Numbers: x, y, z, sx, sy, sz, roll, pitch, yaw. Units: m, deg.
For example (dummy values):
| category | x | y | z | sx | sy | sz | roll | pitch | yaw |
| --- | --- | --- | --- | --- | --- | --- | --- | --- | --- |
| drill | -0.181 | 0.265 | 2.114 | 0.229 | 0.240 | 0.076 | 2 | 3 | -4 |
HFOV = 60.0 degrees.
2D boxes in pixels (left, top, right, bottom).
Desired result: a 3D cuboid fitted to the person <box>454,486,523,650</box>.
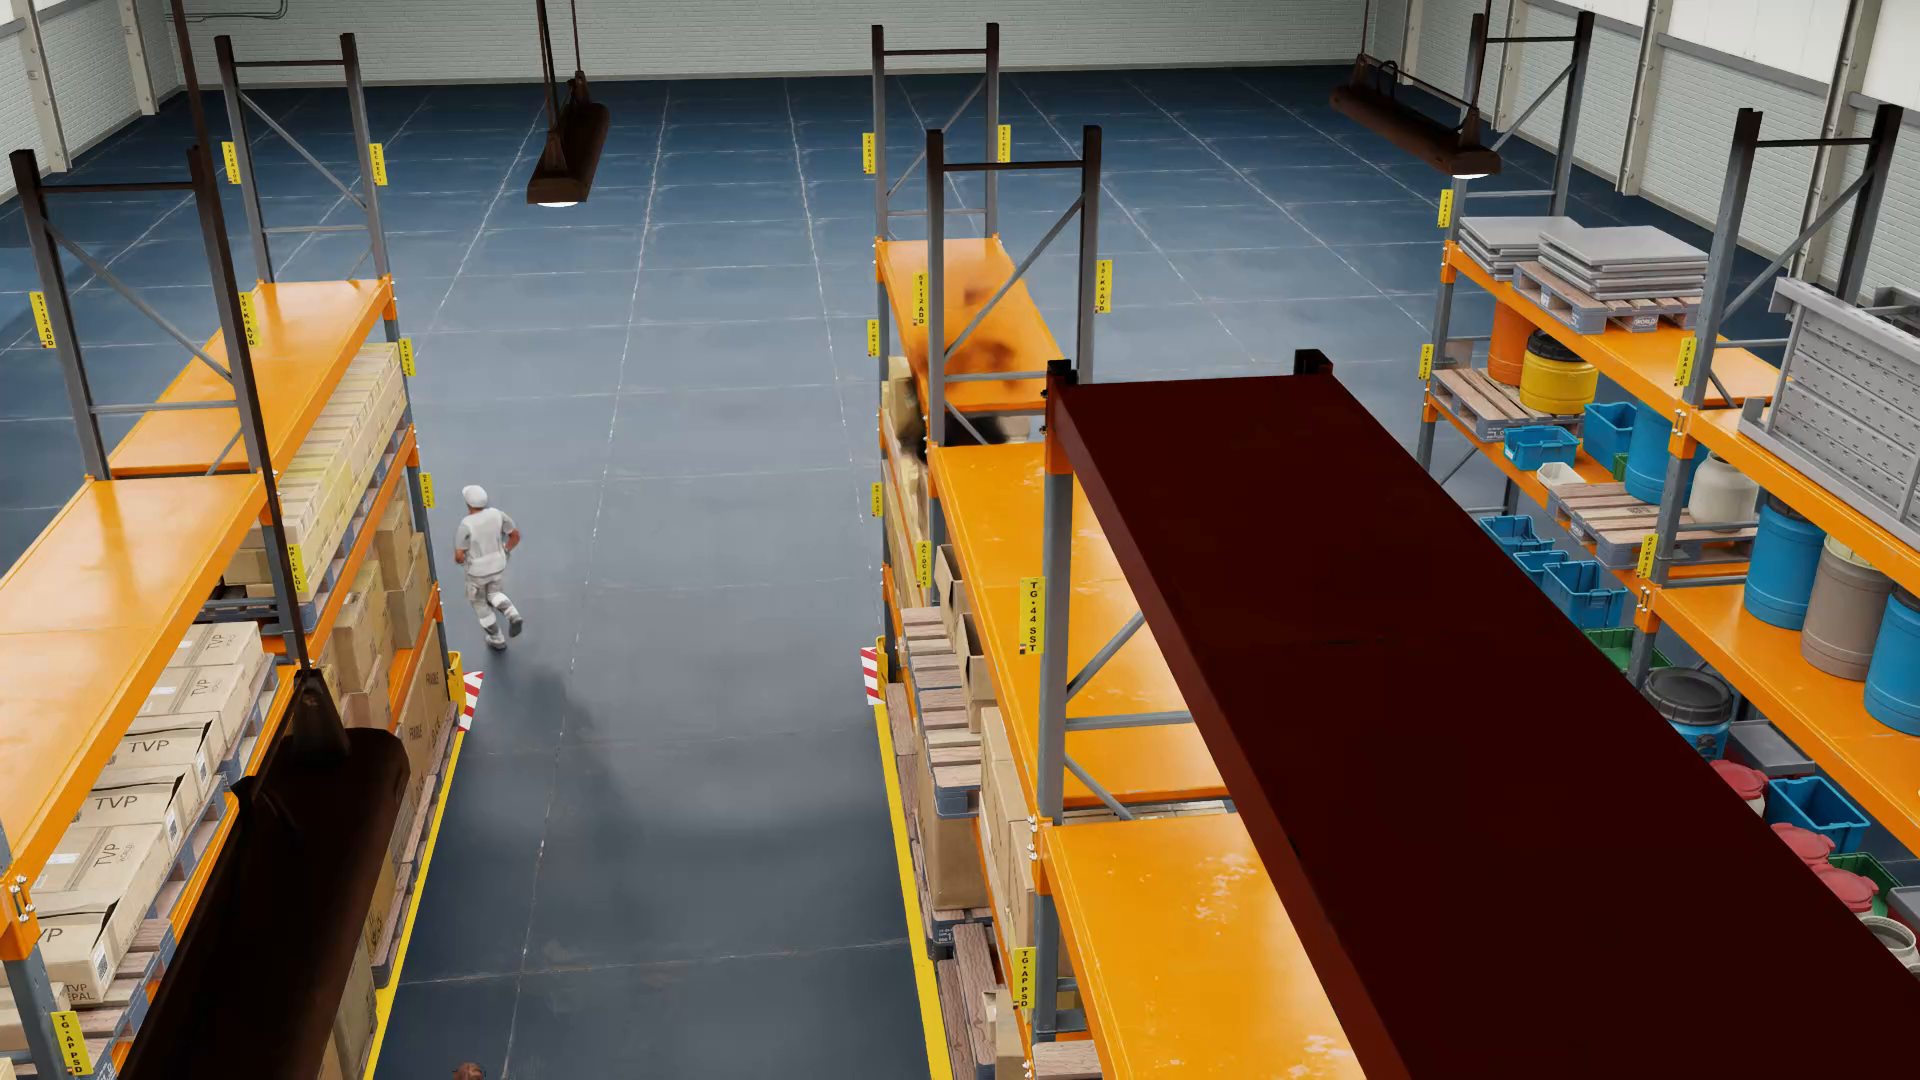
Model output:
| category | x | y | z | sx | sy | sz | roll | pitch | yaw |
| --- | --- | --- | --- | --- | --- | --- | --- | --- | --- |
| person | -4.533 | 0.279 | 15.924 | 0.607 | 1.744 | 0.658 | 23 | 34 | 40 |

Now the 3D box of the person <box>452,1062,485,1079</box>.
| category | x | y | z | sx | sy | sz | roll | pitch | yaw |
| --- | --- | --- | --- | --- | --- | --- | --- | --- | --- |
| person | -2.654 | 3.558 | 9.265 | 0.538 | 1.553 | 0.549 | -7 | 26 | -15 |
